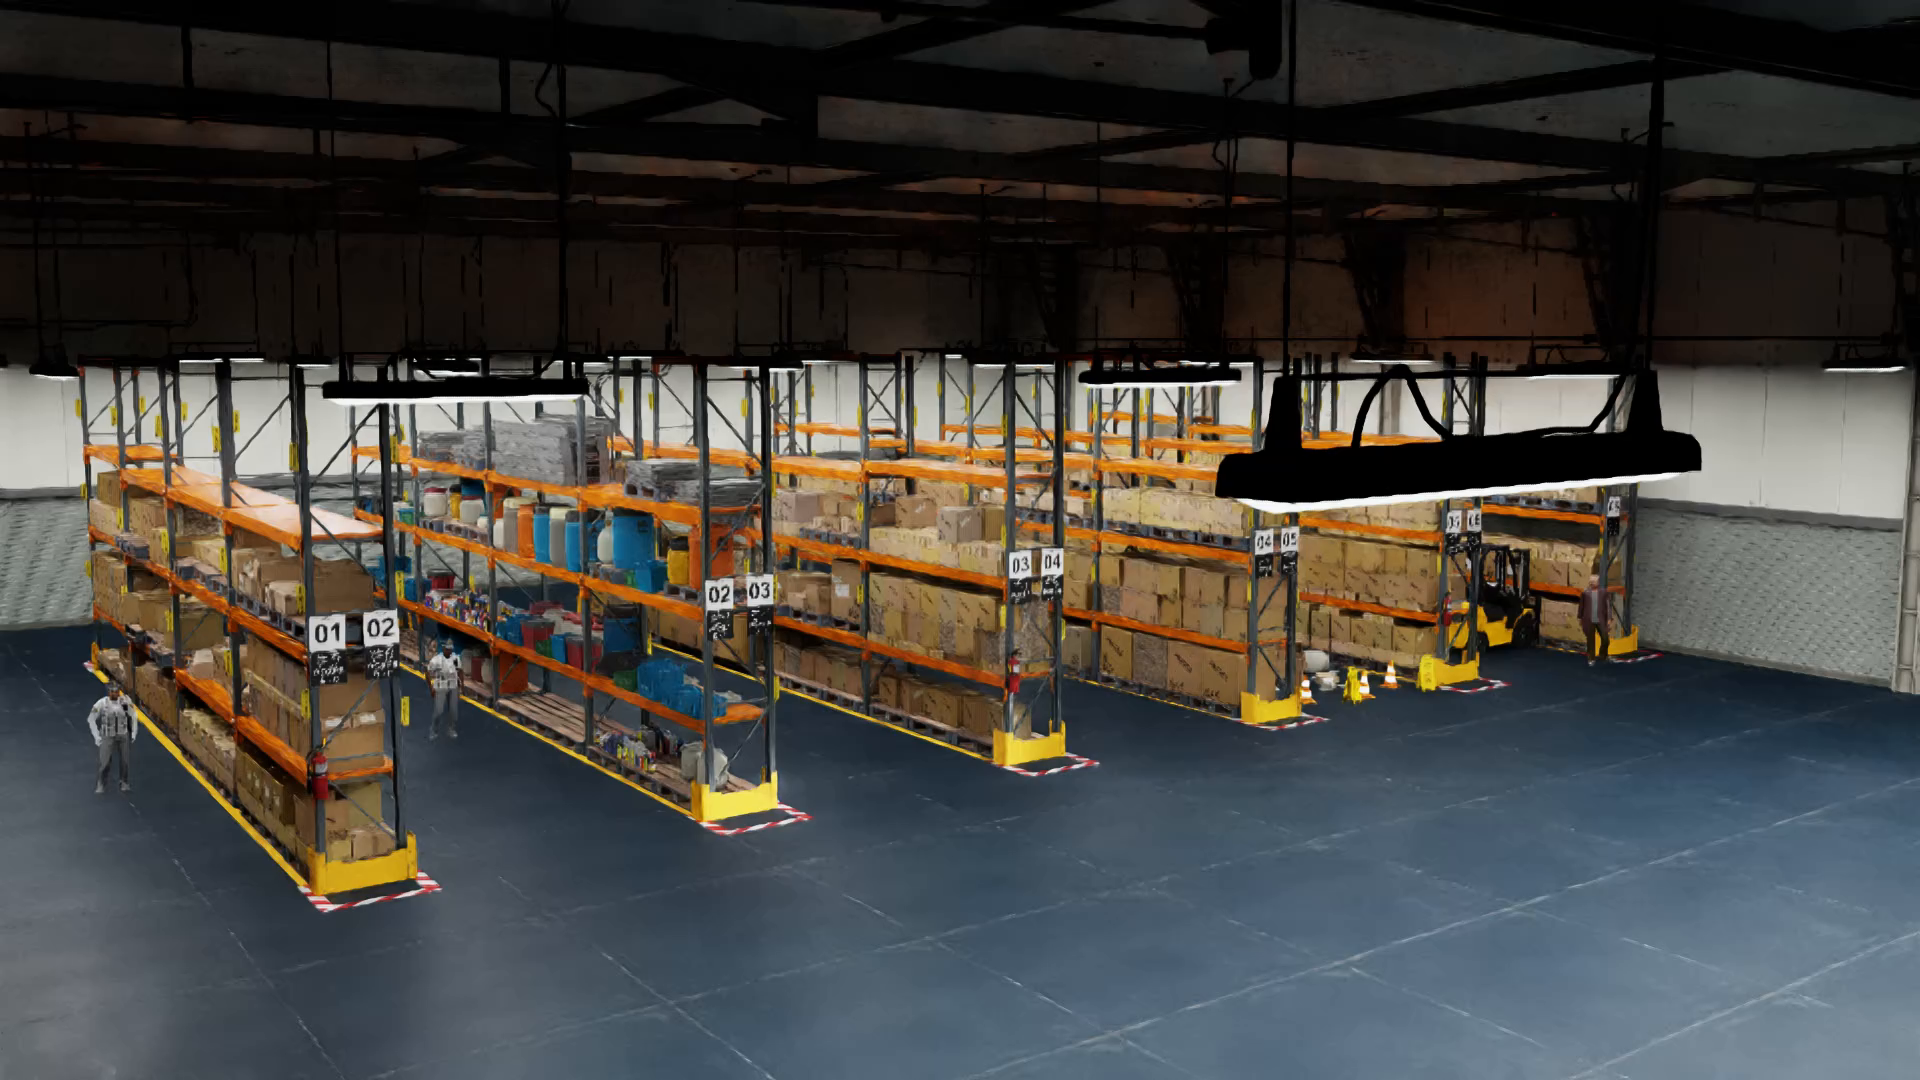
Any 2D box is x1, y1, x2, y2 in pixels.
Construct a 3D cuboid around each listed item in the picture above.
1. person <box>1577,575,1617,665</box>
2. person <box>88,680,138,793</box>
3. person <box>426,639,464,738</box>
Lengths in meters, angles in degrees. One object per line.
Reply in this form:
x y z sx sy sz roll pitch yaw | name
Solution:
12.340 1.543 32.176 0.753 1.770 0.526 3 7 22 | person
-11.821 2.722 23.214 0.610 1.632 0.512 -5 9 -37 | person
-8.154 2.345 26.356 0.592 1.623 0.531 -5 9 -37 | person
